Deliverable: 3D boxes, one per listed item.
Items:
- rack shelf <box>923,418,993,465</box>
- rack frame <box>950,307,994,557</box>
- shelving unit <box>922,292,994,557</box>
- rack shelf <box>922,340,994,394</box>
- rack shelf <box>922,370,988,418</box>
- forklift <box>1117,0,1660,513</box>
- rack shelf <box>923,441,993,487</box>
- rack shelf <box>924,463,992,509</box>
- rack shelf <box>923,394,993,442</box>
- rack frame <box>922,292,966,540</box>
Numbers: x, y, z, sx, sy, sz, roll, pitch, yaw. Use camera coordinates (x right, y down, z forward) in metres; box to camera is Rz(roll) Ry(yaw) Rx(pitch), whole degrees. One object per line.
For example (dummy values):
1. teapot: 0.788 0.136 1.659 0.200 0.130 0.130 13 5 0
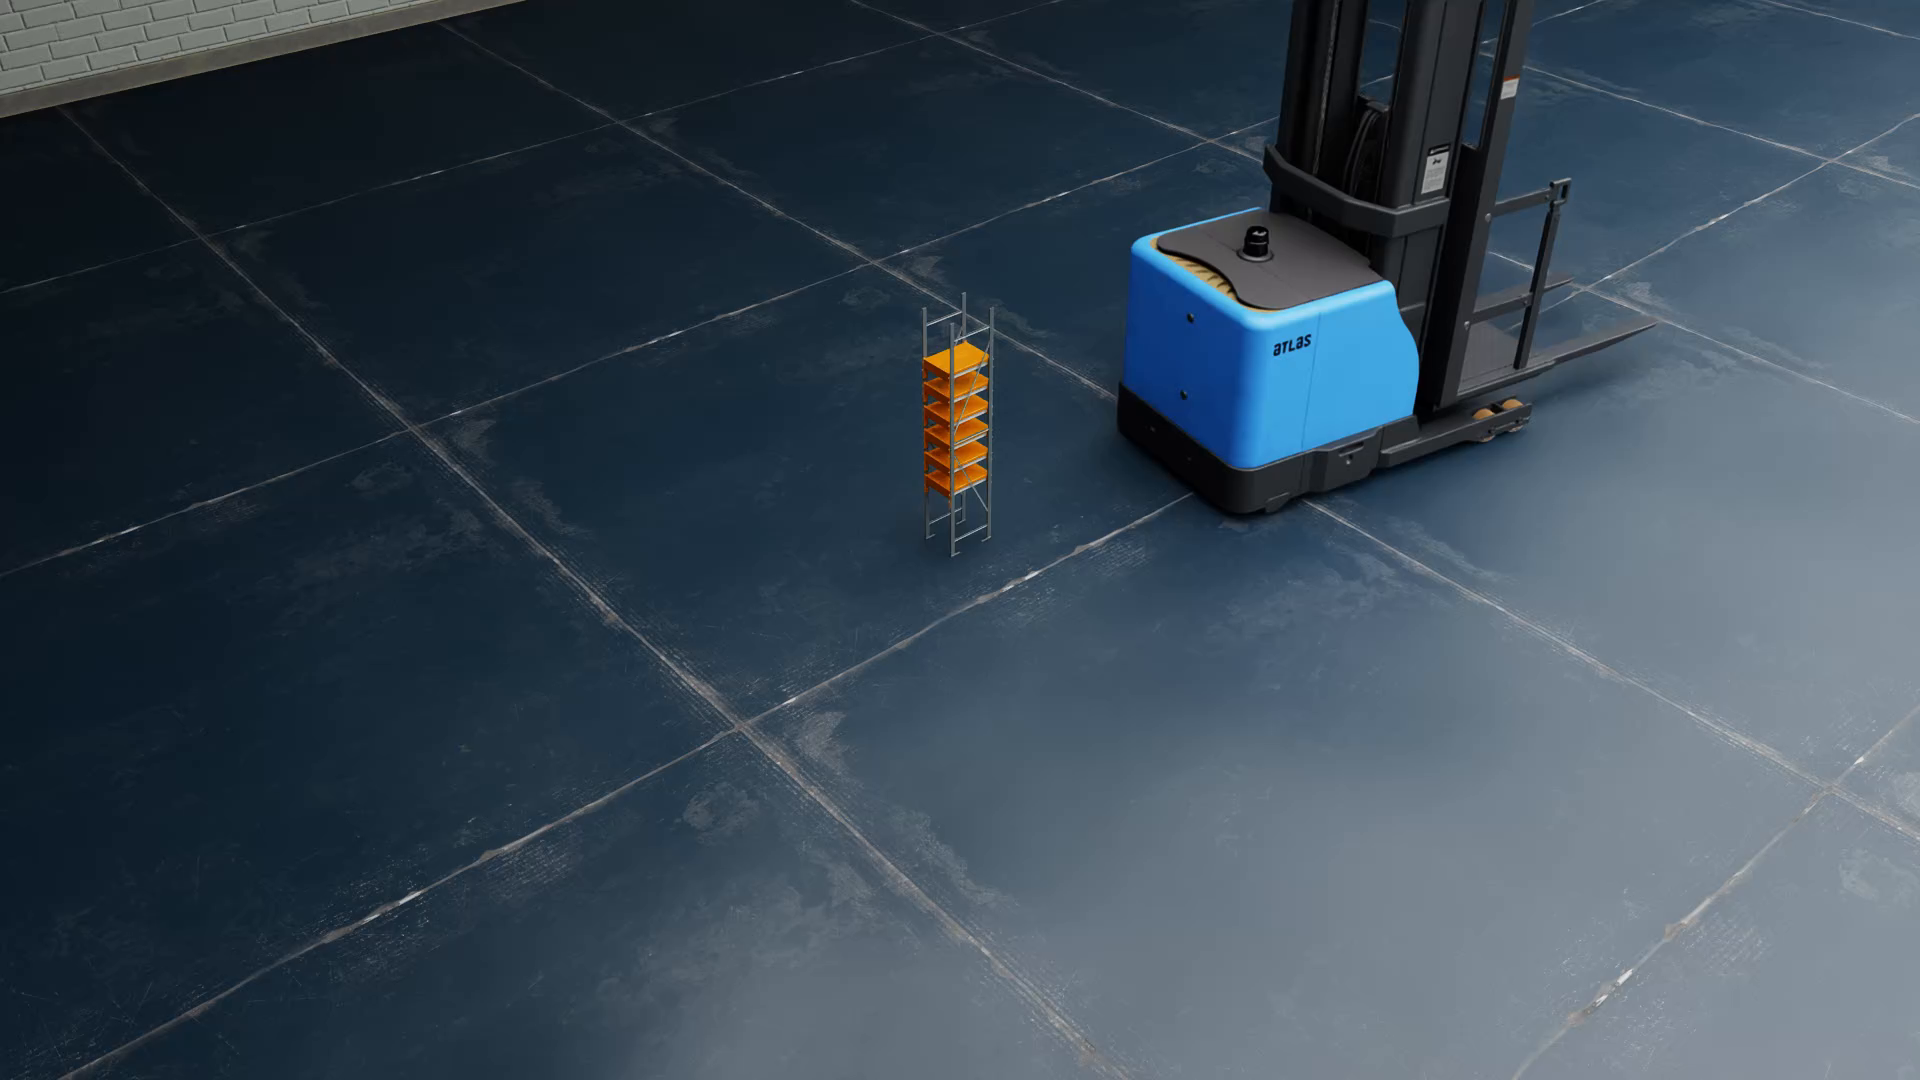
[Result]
1. rack shelf: -0.009 -0.460 7.438 0.258 0.103 0.180 -26 43 -32
2. rack frame: 0.050 -0.456 7.355 0.240 1.200 0.006 -26 43 -32
3. shelving unit: -0.009 -0.496 7.412 0.258 1.200 0.189 -26 43 -32
4. rack shelf: -0.009 -0.754 7.230 0.258 0.103 0.180 -26 43 -32
5. rack shelf: -0.009 -0.656 7.299 0.258 0.103 0.180 -26 43 -32
6. forklift: 2.334 -1.938 7.951 3.031 2.935 1.130 -18 39 -24
7. rack shelf: -0.009 -0.362 7.507 0.258 0.103 0.180 -26 43 -32
8. rack shelf: -0.009 -0.264 7.577 0.258 0.103 0.180 -26 43 -32
9. rack shelf: -0.009 -0.558 7.369 0.258 0.103 0.180 -26 43 -32
10. rack frame: -0.068 -0.536 7.469 0.240 1.200 0.006 -26 43 -32
